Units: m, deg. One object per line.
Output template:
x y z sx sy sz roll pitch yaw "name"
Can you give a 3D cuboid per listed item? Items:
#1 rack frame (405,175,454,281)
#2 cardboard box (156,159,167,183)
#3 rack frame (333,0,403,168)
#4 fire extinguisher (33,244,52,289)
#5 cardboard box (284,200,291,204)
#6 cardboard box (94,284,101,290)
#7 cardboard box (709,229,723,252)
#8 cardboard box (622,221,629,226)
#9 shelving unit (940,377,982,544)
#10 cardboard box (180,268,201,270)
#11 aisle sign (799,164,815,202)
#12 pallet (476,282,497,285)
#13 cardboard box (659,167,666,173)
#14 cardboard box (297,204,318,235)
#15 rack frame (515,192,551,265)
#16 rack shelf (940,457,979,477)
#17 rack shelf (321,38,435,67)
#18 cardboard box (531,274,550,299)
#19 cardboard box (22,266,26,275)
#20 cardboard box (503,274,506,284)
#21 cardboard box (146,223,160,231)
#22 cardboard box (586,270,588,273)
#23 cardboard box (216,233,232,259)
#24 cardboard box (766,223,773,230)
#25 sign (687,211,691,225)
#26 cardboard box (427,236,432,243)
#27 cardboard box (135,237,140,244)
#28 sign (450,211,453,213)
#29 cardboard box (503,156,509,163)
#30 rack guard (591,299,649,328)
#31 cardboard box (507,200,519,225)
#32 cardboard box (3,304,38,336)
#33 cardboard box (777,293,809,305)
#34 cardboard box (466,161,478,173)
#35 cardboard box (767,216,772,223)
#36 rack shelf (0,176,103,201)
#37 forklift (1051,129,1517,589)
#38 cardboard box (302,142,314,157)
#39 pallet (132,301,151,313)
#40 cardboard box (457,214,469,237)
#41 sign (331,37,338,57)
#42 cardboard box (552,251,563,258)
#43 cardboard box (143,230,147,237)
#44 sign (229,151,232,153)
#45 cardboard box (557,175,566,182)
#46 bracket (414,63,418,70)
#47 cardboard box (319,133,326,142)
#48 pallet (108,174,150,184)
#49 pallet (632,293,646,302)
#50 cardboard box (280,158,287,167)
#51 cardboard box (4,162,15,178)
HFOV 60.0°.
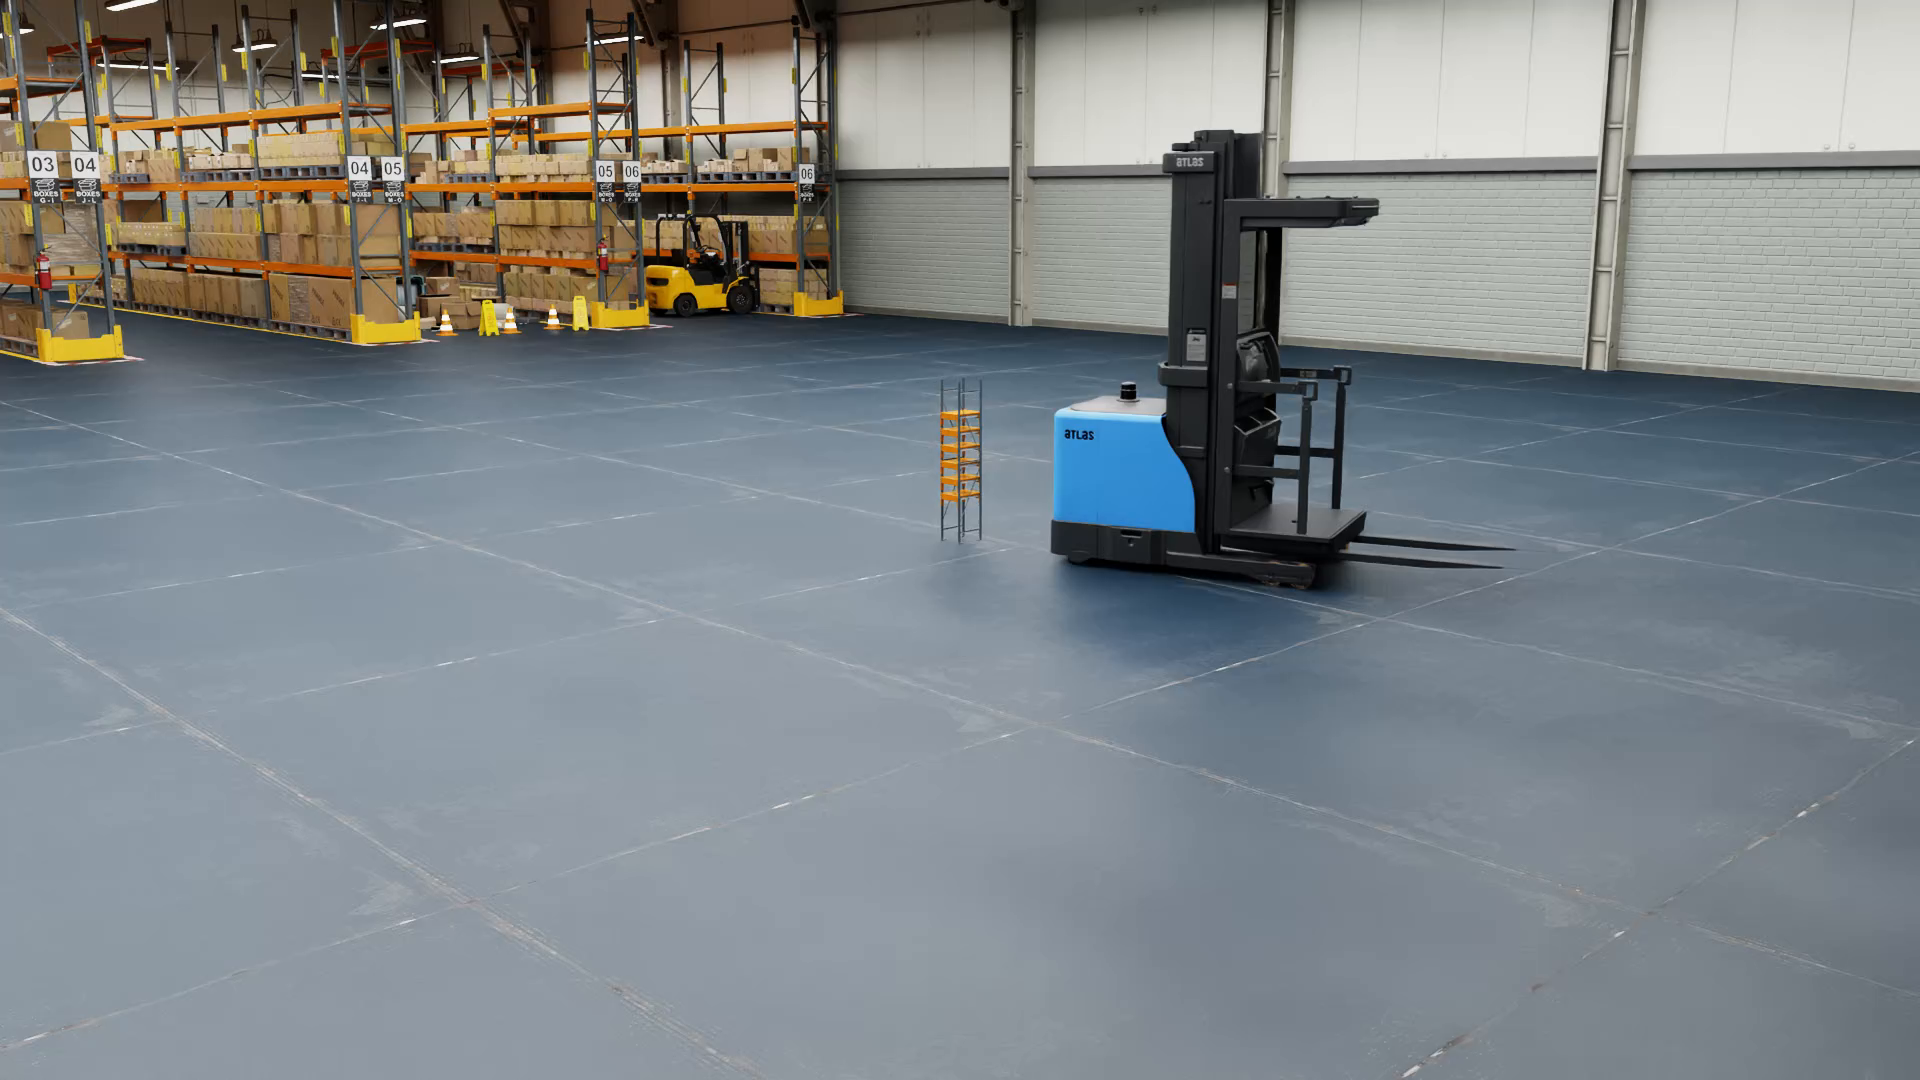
-12.214 -6.877 38.359 1.000 3.000 0.127 -11 16 -43 "rack frame"
-16.657 -7.810 35.204 0.500 0.500 0.500 -11 16 -43 "cardboard box"
-10.199 -7.944 28.667 1.000 3.000 0.127 -11 16 -43 "rack frame"
-14.111 -4.210 25.604 0.296 0.674 0.183 -11 16 -43 "fire extinguisher"
-17.170 -8.693 42.837 0.250 0.149 0.380 11 16 43 "cardboard box"
-20.341 -6.034 39.552 0.250 0.149 0.380 11 16 42 "cardboard box"
-5.375 -6.860 38.027 0.500 0.500 0.500 -11 16 -42 "cardboard box"
-8.048 -7.740 40.689 0.380 0.149 0.250 -11 16 -42 "cardboard box"
0.010 -0.586 12.280 0.258 1.200 0.189 -11 16 -43 "shelving unit"
-17.068 -5.880 36.812 0.500 0.250 0.500 11 16 43 "cardboard box"
-3.269 -7.625 35.544 0.394 0.787 0.004 -11 16 -43 "aisle sign"
-12.709 -7.066 46.185 1.003 0.211 1.213 -11 16 -43 "pallet"
-6.843 -8.705 39.129 0.380 0.149 0.250 -11 16 -43 "cardboard box"
-11.623 -5.894 30.540 0.875 0.550 0.500 -11 16 -43 "cardboard box"
-11.389 -8.153 44.552 1.000 3.000 0.127 -11 16 -43 "rack frame"
0.010 -0.542 12.289 0.258 0.103 0.180 -11 16 -43 "rack shelf"
-13.595 -11.383 38.907 1.077 0.370 4.000 -11 16 -43 "rack shelf"
-8.504 -5.244 34.344 0.500 0.500 0.500 -10 15 -40 "cardboard box"
-14.746 -4.323 26.584 0.380 0.149 0.250 -11 16 -43 "cardboard box"
-12.232 -7.112 45.235 0.396 0.266 0.258 -10 15 -41 "cardboard box"
-17.285 -6.743 35.817 0.380 0.149 0.250 -10 15 -40 "cardboard box"
-9.412 -6.657 42.444 0.500 0.500 0.500 -11 16 -43 "cardboard box"
-14.566 -5.898 33.358 0.500 0.500 0.500 -11 16 -43 "cardboard box"
-4.039 -6.898 36.602 0.380 0.149 0.250 -11 16 -43 "cardboard box"
-6.250 -7.437 38.403 0.100 0.325 0.005 -11 16 -43 "sign"
-11.797 -6.794 37.538 0.250 0.149 0.380 10 16 41 "cardboard box"
-17.833 -6.567 36.435 0.250 0.149 0.380 11 16 43 "cardboard box"
-11.828 -7.483 38.624 0.100 0.325 0.005 -11 16 -43 "sign"
-9.269 -7.905 34.559 0.380 0.149 0.250 -10 15 -41 "cardboard box"
-6.741 -4.497 32.998 1.175 0.500 0.348 -11 16 -43 "rack guard"
-8.967 -6.806 34.549 0.700 0.500 0.500 -11 16 -42 "cardboard box"
-15.970 -3.747 28.321 0.500 0.500 0.500 -5 13 -25 "cardboard box"
-3.655 -5.286 36.406 0.500 0.250 0.500 -11 16 -42 "cardboard box"
-10.305 -8.035 35.873 0.500 0.250 0.500 -11 16 -42 "cardboard box"
-4.013 -7.050 36.605 0.380 0.149 0.250 -11 16 -42 "cardboard box"
-15.238 -5.737 27.176 1.077 0.370 4.000 -11 16 -43 "rack shelf"
2.193 -1.236 11.148 3.031 2.935 1.130 5 13 25 "forklift"
-11.430 -6.980 29.771 0.500 0.250 0.500 -11 16 -43 "cardboard box"
-17.948 -5.277 37.504 1.003 0.211 1.213 -11 16 -43 "pallet"
-10.632 -6.878 36.335 0.500 0.500 0.500 -10 15 -41 "cardboard box"
-10.602 -8.366 28.208 0.100 0.325 0.005 -11 16 -43 "sign"
-8.036 -5.788 33.696 0.380 0.149 0.250 -11 16 -43 "cardboard box"
-17.465 -6.635 36.029 0.380 0.149 0.250 -11 16 -44 "cardboard box"
-15.317 -8.010 34.946 0.100 0.325 0.005 -11 16 -43 "sign"
-7.825 -7.220 33.212 0.380 0.149 0.250 -11 16 -43 "cardboard box"
-15.904 -13.969 48.991 0.235 0.232 0.430 -11 16 -43 "bracket"
-11.026 -7.072 29.230 0.380 0.149 0.250 -11 16 -42 "cardboard box"
-18.137 -8.029 36.980 1.213 0.211 1.003 -11 16 -43 "pallet"
-7.248 -5.900 40.527 1.003 0.211 1.213 -11 16 -43 "pallet"
-12.252 -6.941 30.569 0.380 0.149 0.250 -11 16 -43 "cardboard box"
-14.720 -5.832 26.223 0.500 0.250 0.500 -11 16 -42 "cardboard box"
